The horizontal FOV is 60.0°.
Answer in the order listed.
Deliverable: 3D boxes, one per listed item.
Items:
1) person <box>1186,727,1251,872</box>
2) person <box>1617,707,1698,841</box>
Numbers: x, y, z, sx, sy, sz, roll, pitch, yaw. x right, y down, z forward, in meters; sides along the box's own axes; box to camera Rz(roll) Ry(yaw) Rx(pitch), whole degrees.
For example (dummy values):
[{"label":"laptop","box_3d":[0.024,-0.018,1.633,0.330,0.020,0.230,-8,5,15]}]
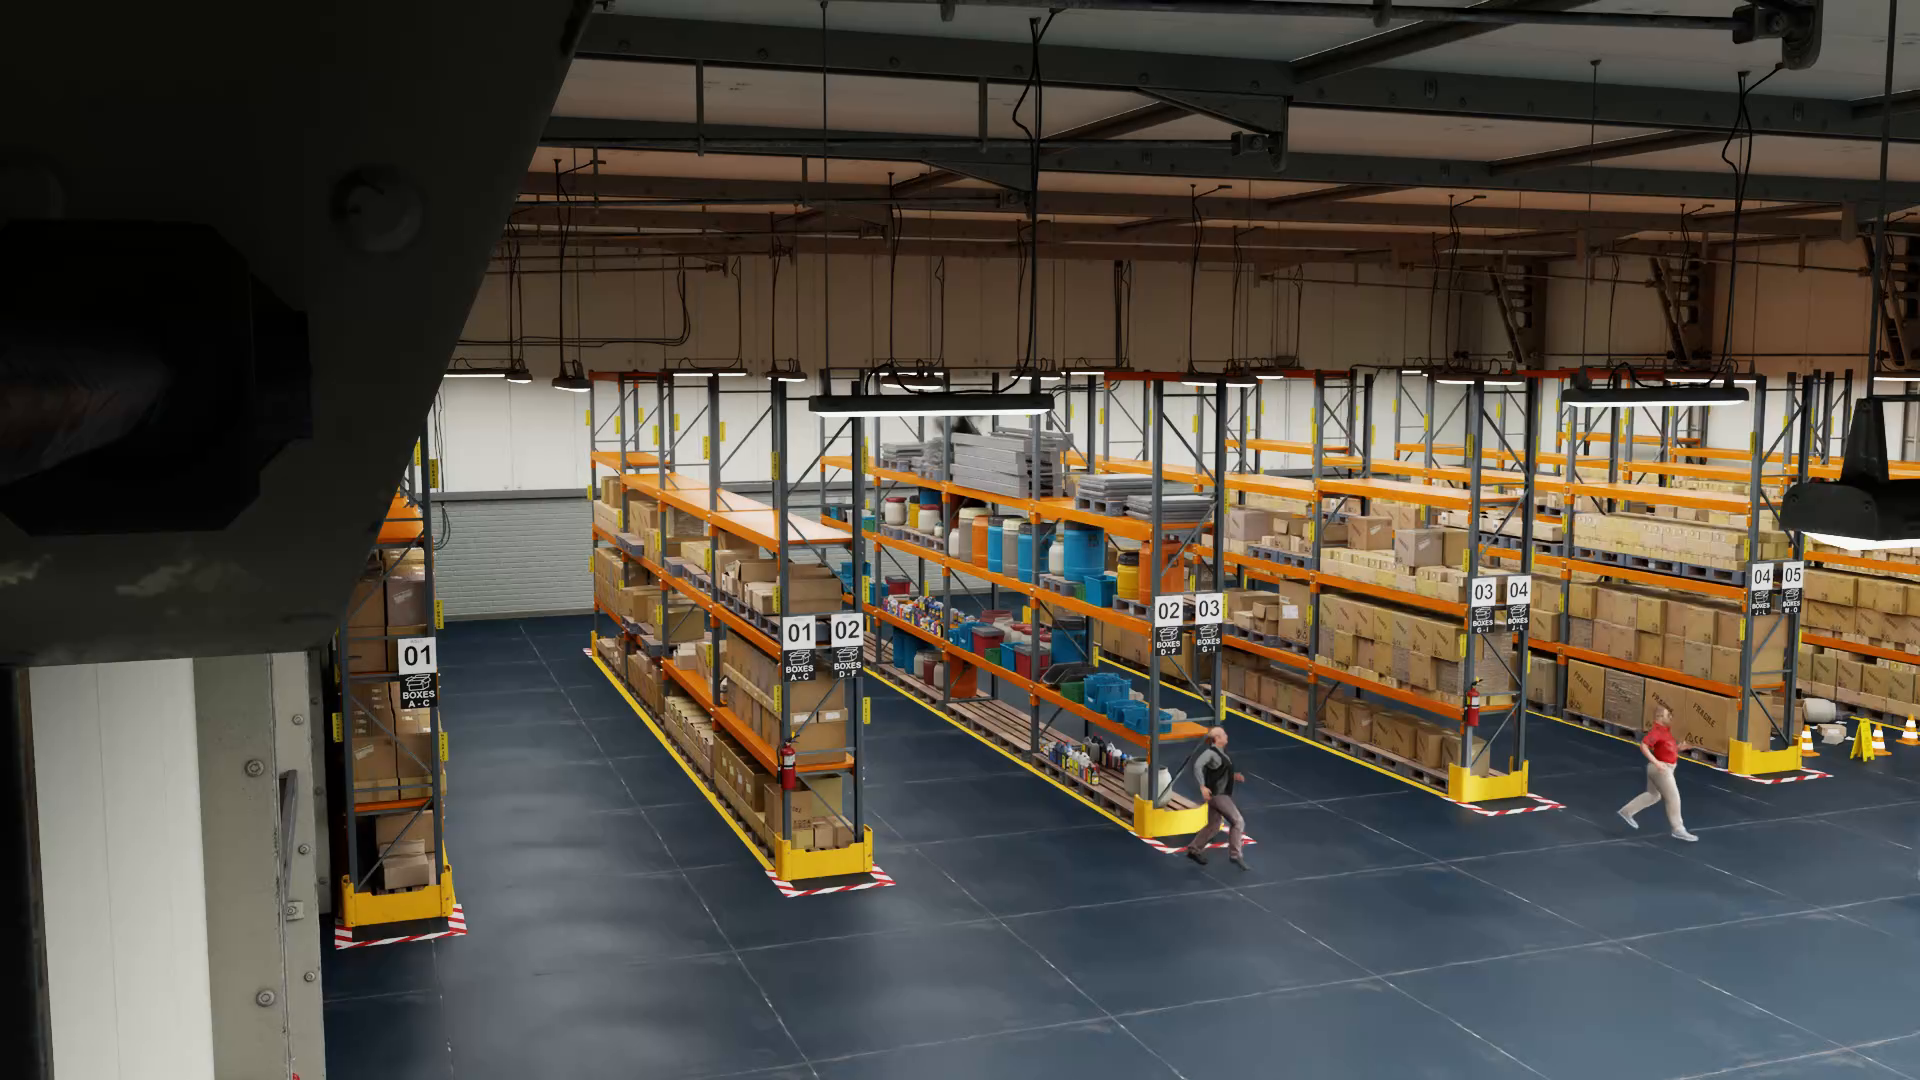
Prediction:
[{"label":"person","box_3d":[3.232,3.182,20.604,0.808,1.713,0.648,2,7,15]},{"label":"person","box_3d":[9.157,3.031,21.753,0.990,1.714,0.663,2,7,21]}]
